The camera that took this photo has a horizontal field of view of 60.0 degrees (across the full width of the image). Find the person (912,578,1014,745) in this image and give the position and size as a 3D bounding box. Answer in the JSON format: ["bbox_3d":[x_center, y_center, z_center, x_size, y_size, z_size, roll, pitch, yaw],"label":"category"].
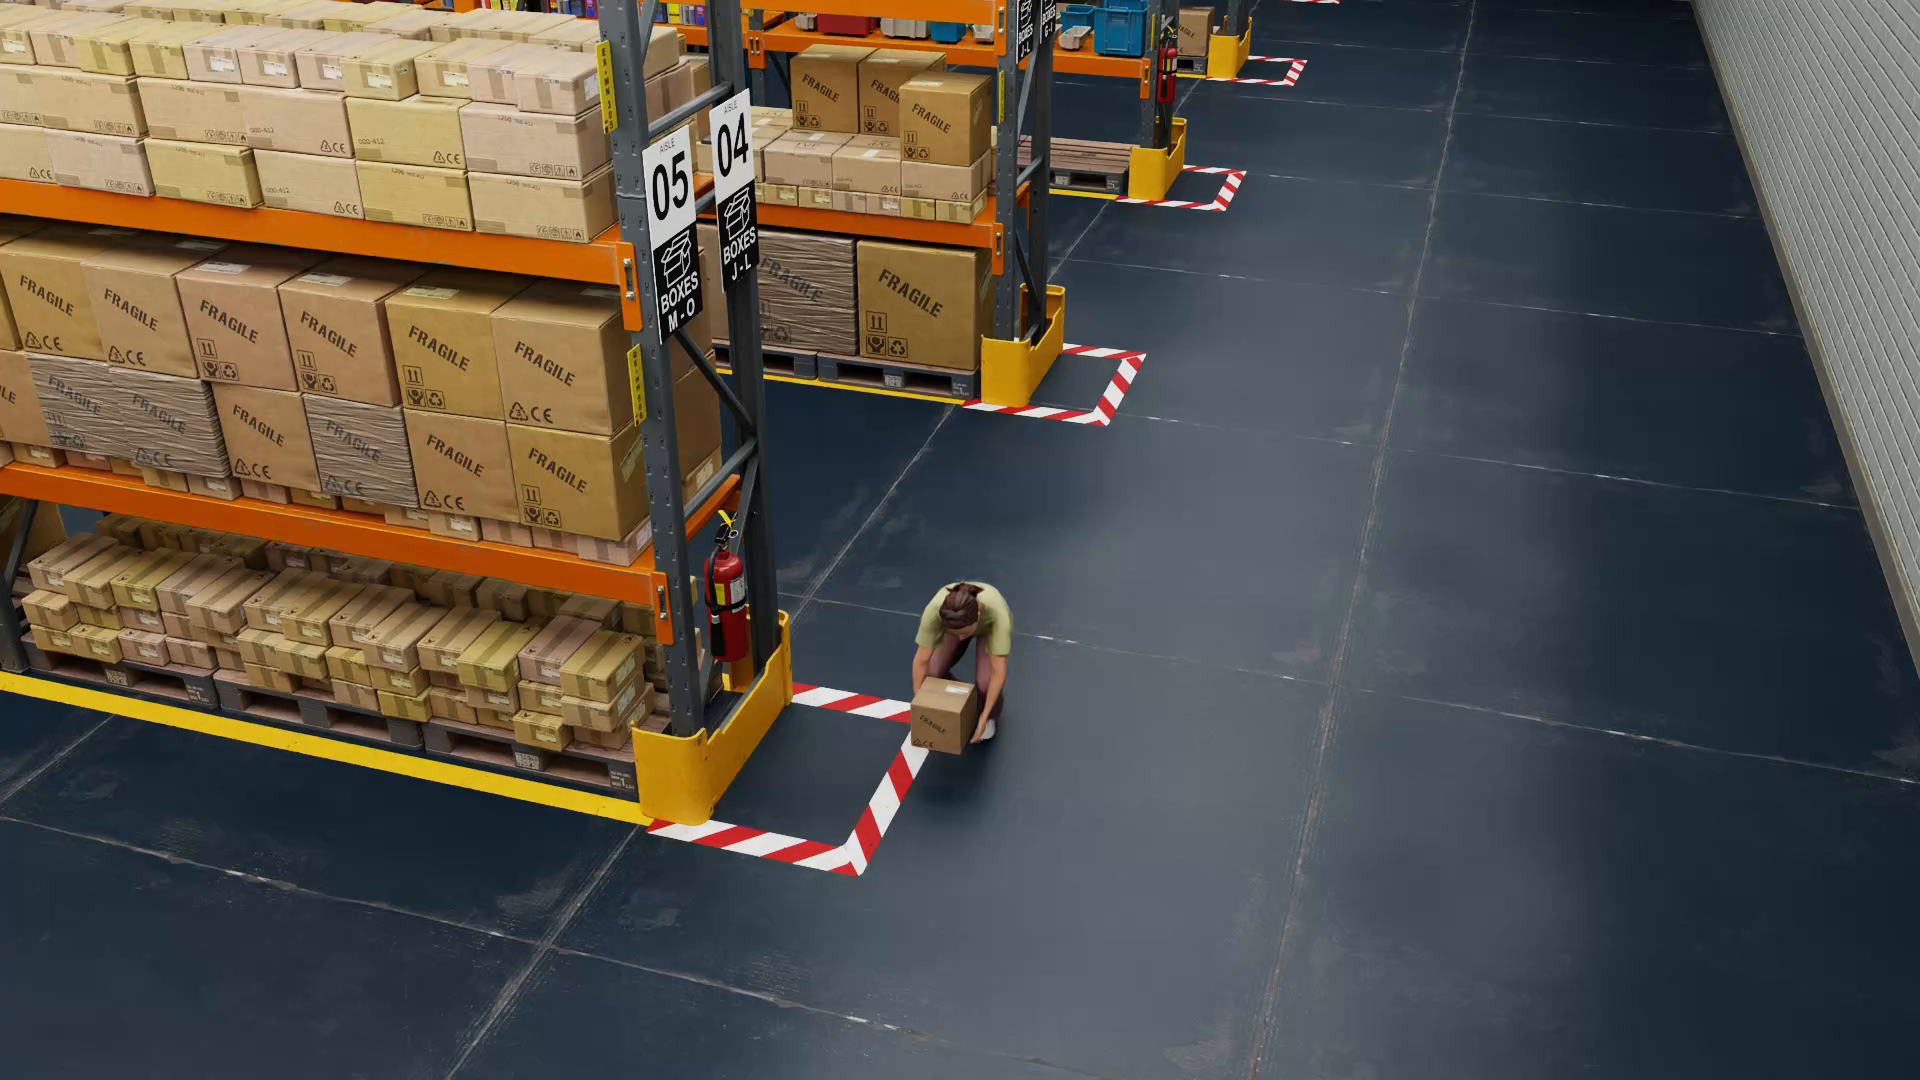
[{"bbox_3d":[0.050,0.544,8.253,0.494,0.976,0.783,9,31,15],"label":"person"}]
